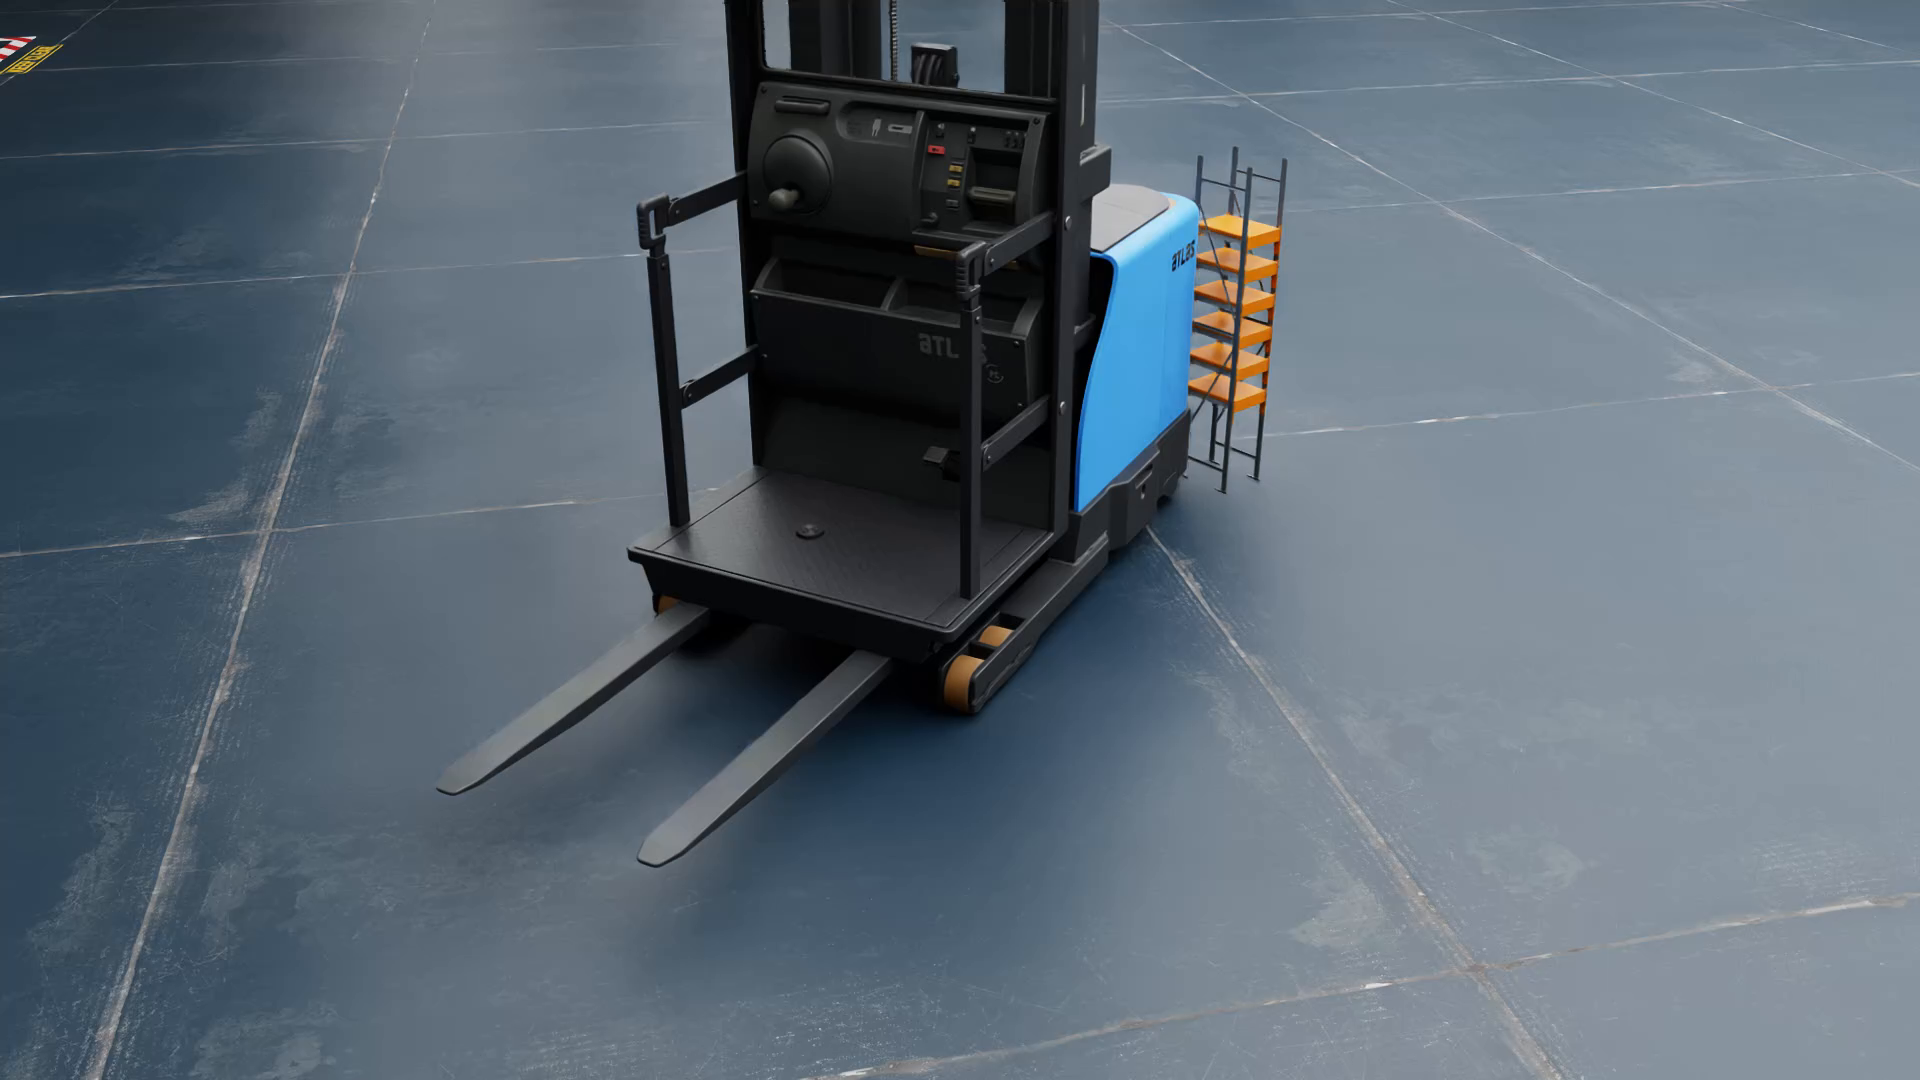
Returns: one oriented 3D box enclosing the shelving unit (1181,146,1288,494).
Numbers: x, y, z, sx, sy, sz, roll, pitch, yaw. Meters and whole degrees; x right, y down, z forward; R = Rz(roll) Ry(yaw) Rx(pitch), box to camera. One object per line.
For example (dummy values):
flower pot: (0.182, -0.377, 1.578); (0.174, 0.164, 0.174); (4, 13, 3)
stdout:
shelving unit: (0.964, -0.772, 5.948); (0.189, 1.200, 0.258); (-21, 34, -36)

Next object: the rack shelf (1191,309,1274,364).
rack shelf: (0.964, -0.733, 5.968); (0.180, 0.103, 0.258); (-21, 34, -36)

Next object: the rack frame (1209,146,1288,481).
rack frame: (1.033, -0.799, 6.001); (0.006, 1.200, 0.240); (-21, 34, -36)

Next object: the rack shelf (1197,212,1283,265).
rack shelf: (0.965, -1.055, 5.806); (0.180, 0.103, 0.258); (-21, 34, -36)

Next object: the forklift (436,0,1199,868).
forklift: (-0.290, -1.041, 4.560); (1.130, 2.935, 3.031); (13, 30, 24)

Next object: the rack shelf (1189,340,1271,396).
rack shelf: (0.964, -0.625, 6.021); (0.180, 0.103, 0.258); (-21, 34, -36)

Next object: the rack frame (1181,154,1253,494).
rack frame: (0.895, -0.746, 5.894); (0.006, 1.200, 0.240); (-21, 34, -36)

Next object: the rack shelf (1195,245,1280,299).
rack shelf: (0.965, -0.947, 5.860); (0.180, 0.103, 0.258); (-21, 34, -36)

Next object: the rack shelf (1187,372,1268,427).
rack shelf: (0.963, -0.518, 6.075); (0.180, 0.103, 0.258); (-21, 34, -36)

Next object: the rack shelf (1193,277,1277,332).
rack shelf: (0.965, -0.840, 5.914); (0.180, 0.103, 0.258); (-21, 34, -36)
